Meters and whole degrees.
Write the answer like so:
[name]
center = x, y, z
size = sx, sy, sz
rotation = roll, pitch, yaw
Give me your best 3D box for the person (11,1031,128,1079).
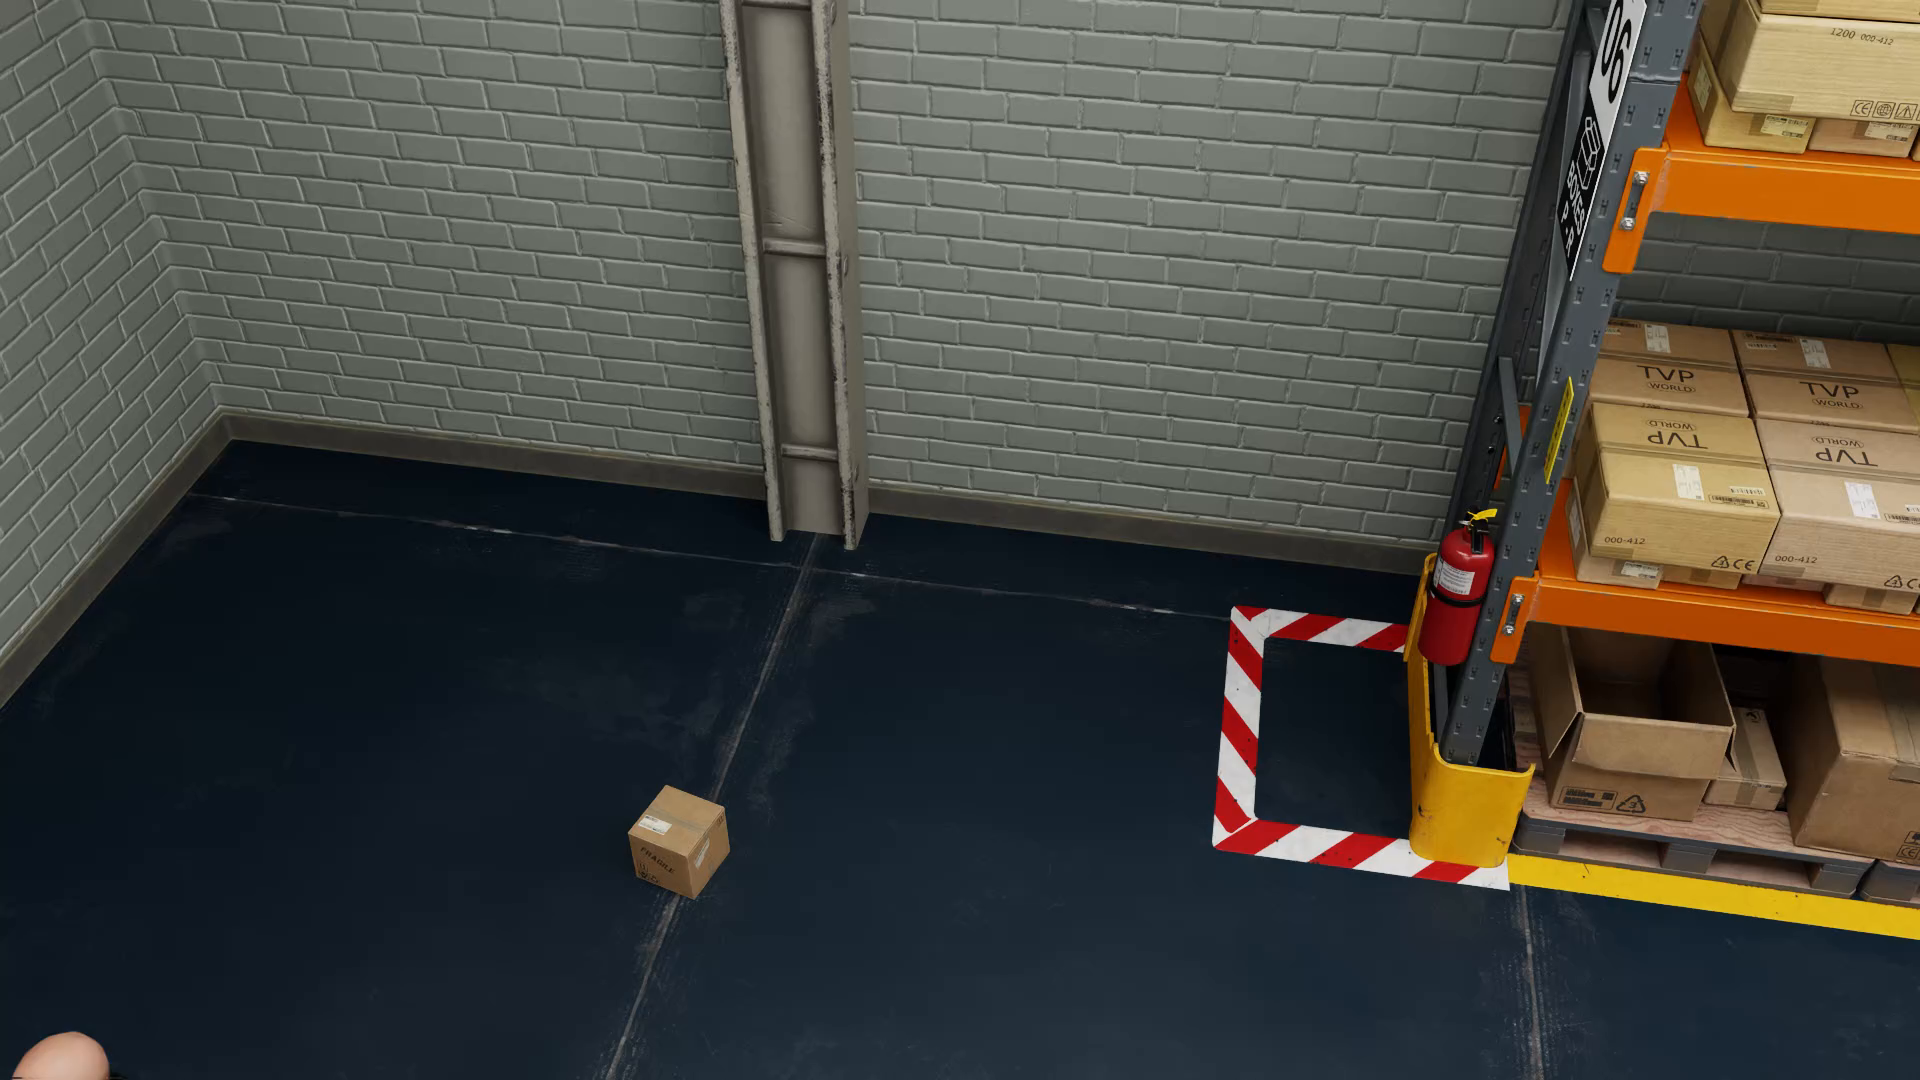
[person]
center = -1.963, 1.777, 4.042
size = 0.553, 1.715, 0.470
rotation = 22, 45, 24
